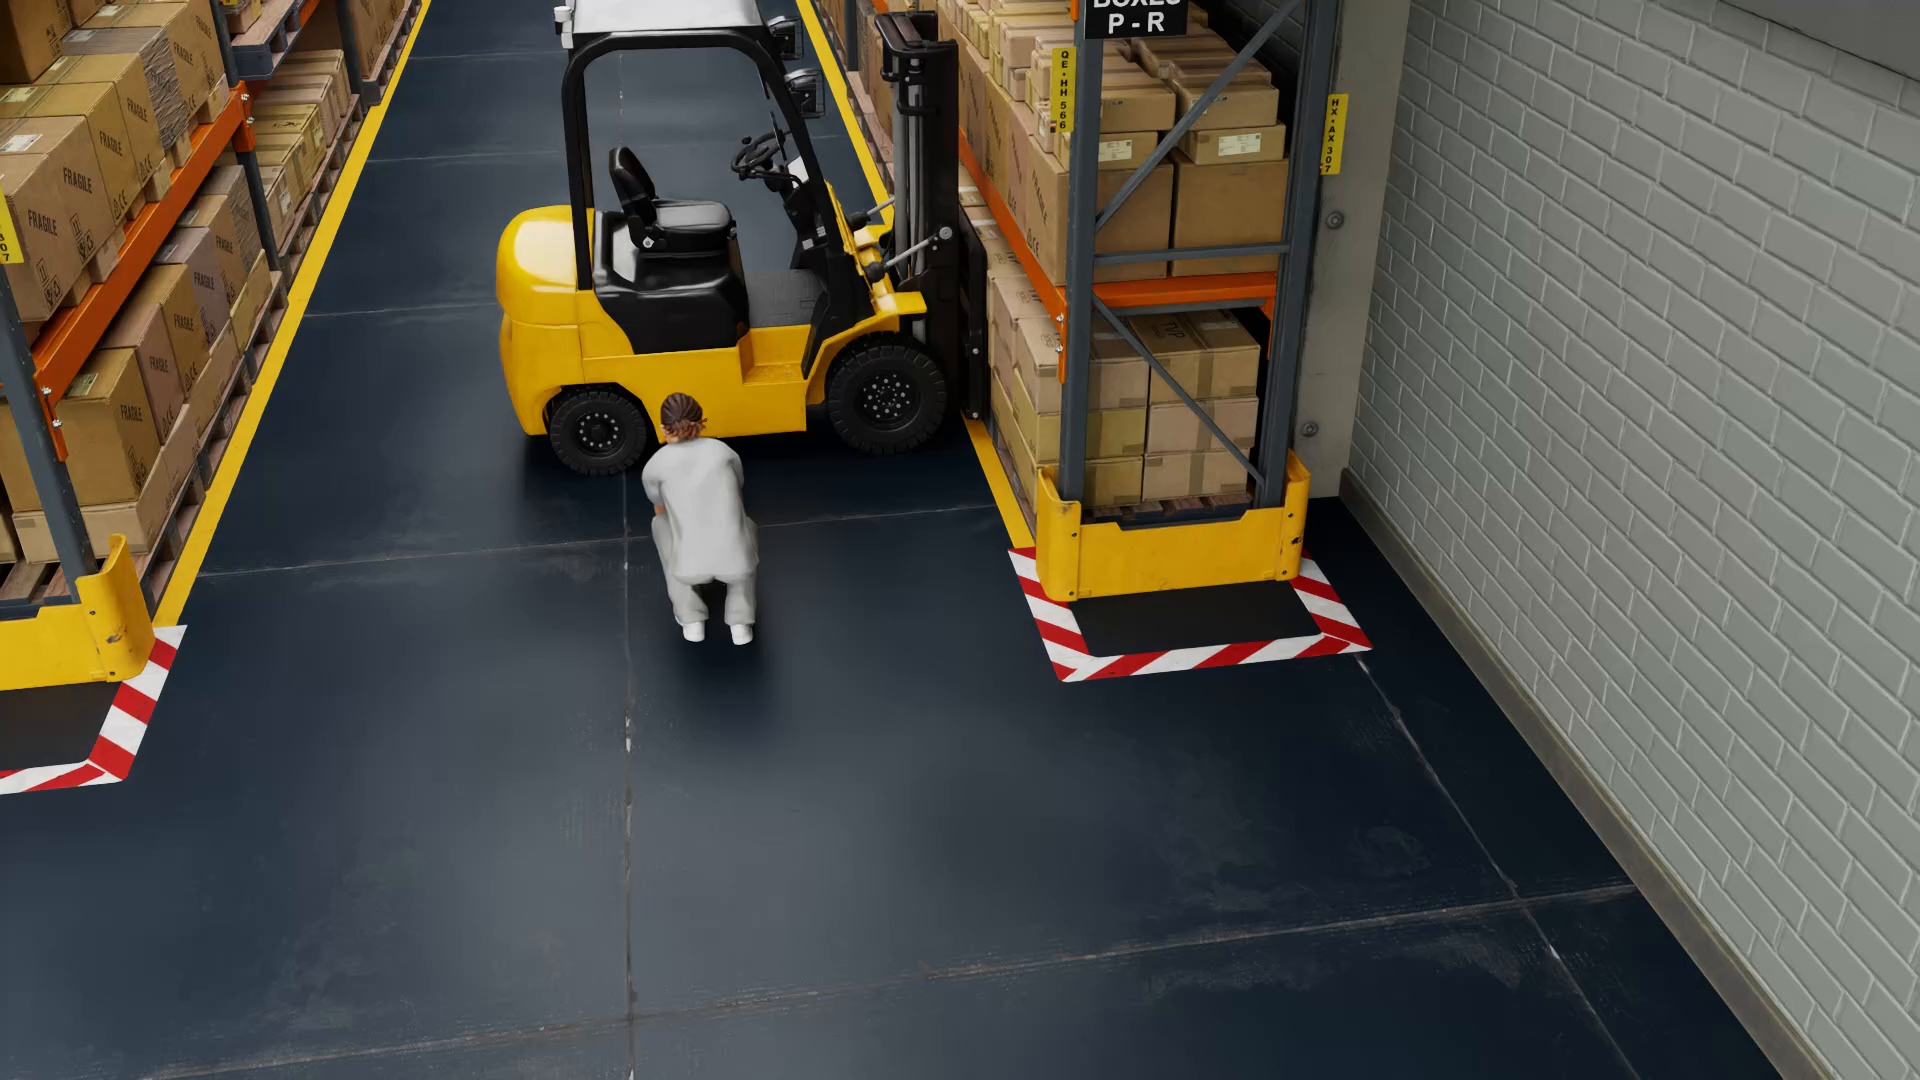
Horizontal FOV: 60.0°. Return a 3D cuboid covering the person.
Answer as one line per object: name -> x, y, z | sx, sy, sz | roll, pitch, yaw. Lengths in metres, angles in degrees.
person -> -1.084, -0.090, 7.003 | 0.466, 0.950, 0.815 | -6, 31, -10
